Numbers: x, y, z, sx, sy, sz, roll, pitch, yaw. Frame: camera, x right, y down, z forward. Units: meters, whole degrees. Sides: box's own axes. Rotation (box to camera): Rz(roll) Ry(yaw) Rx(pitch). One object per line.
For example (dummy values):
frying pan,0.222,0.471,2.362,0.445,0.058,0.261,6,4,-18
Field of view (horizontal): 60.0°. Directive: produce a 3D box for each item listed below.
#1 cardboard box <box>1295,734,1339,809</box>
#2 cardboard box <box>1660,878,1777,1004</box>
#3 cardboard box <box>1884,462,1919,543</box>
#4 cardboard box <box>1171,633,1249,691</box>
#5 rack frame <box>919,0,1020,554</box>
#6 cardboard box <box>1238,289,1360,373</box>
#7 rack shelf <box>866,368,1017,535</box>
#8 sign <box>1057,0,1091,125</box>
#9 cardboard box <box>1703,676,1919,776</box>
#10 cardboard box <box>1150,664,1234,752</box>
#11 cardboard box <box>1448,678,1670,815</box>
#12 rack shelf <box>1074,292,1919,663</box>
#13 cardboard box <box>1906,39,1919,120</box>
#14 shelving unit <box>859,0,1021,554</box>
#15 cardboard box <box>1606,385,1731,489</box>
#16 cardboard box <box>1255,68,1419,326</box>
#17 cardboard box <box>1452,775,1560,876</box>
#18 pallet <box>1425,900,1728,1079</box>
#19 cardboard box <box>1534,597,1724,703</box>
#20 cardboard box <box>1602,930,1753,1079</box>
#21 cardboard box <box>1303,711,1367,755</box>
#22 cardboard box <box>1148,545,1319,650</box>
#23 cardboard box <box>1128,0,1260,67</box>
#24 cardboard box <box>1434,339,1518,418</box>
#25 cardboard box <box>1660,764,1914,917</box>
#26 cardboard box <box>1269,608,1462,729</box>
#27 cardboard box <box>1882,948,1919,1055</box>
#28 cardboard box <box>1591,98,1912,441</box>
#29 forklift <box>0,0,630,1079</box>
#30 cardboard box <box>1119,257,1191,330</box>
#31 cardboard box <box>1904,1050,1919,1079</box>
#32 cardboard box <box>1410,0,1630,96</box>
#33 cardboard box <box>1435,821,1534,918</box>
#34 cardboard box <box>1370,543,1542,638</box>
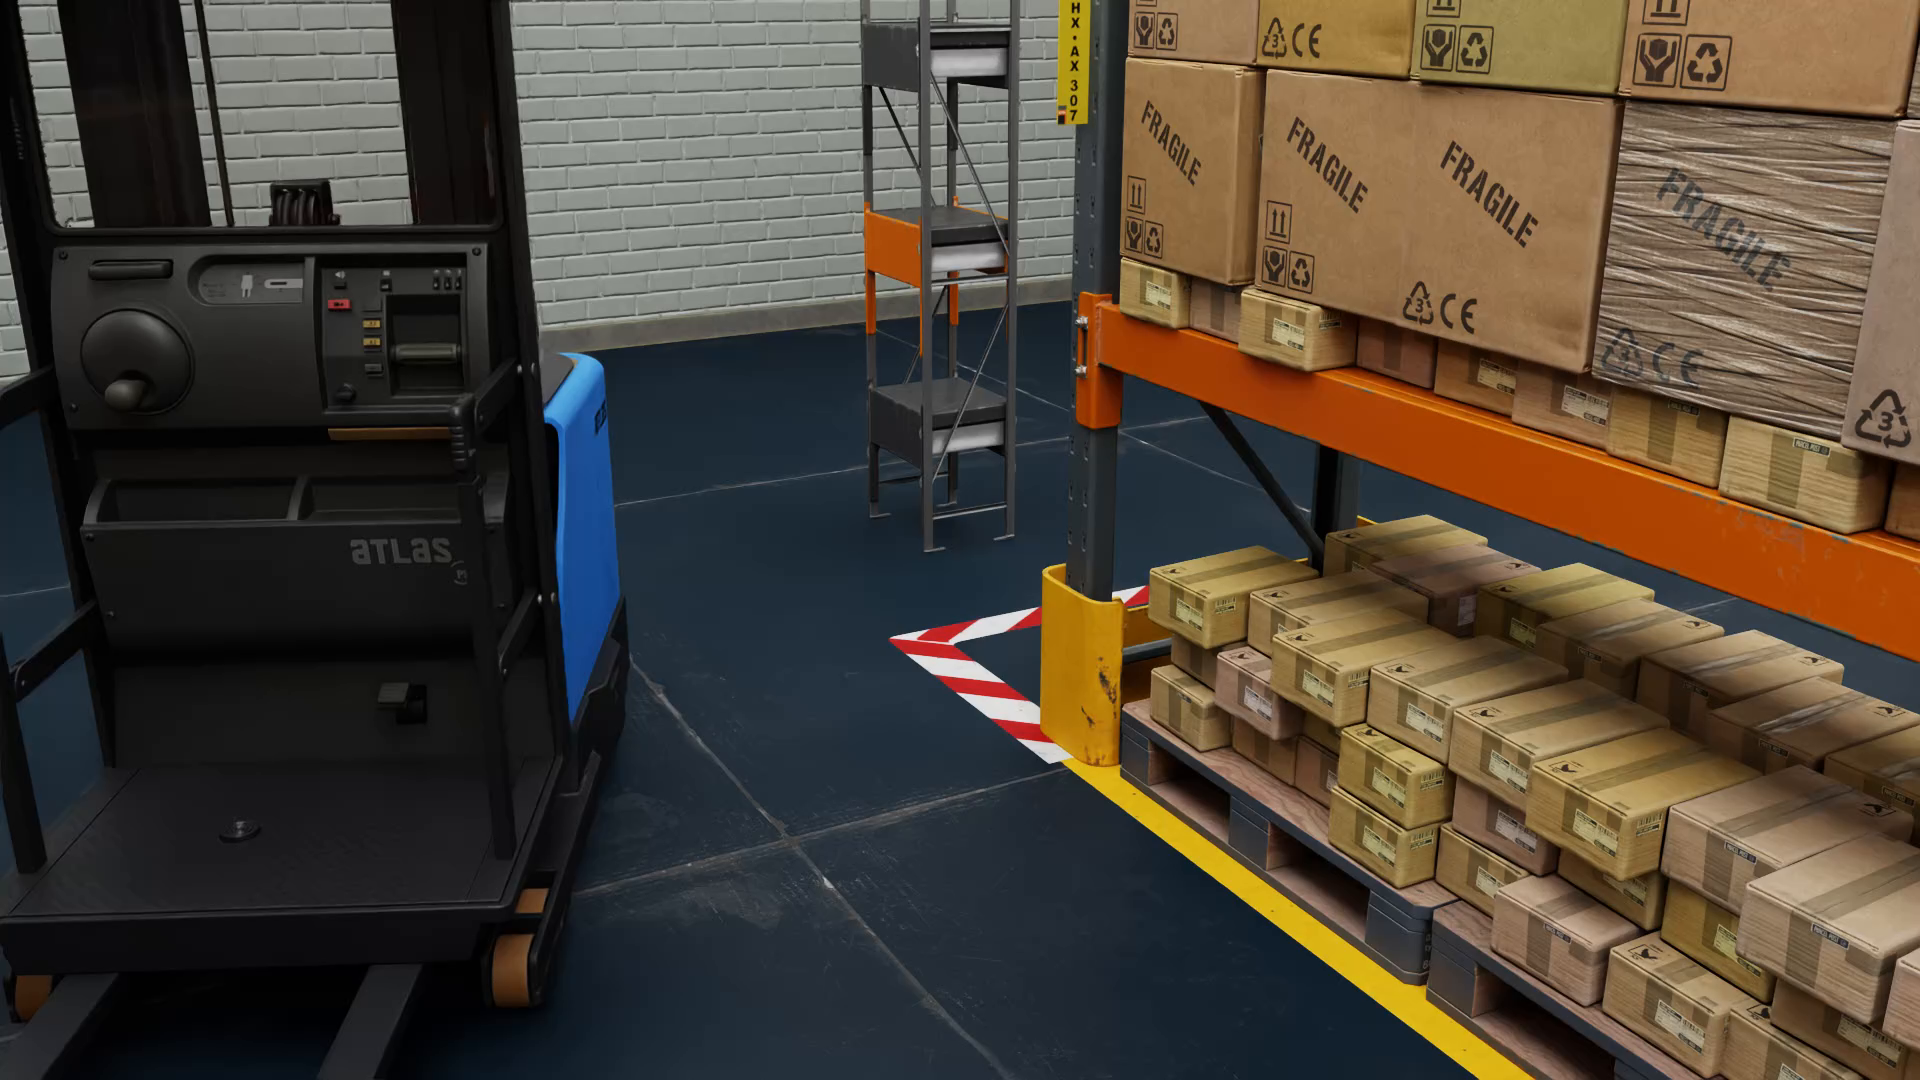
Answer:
cardboard box,1.063,0.559,4.140,0.380,0.149,0.250,-10,21,-26
cardboard box,1.594,0.722,3.211,0.380,0.149,0.250,-9,21,-24
cardboard box,1.711,-0.077,2.642,0.380,0.149,0.250,-10,22,-27
cardboard box,0.799,0.276,4.504,0.380,0.149,0.250,-9,21,-24
rack frame,0.037,-0.970,6.224,0.400,2.100,0.015,-10,21,-27
cardboard box,0.879,-0.508,3.891,0.380,0.149,0.250,-11,22,-28
rack shelf,-0.079,-0.365,6.659,0.431,0.518,0.480,-10,21,-27
sign,0.299,-1.248,4.322,0.100,0.325,0.005,-10,21,-27
cardboard box,1.825,0.439,3.576,0.380,0.149,0.250,-11,22,-28
cardboard box,0.743,0.426,4.524,0.380,0.149,0.250,-10,21,-26
cardboard box,1.284,0.440,3.572,0.380,0.149,0.250,-9,21,-25
rack shelf,1.726,-0.009,3.161,1.077,0.370,4.000,-10,21,-27
cardboard box,1.734,-0.825,2.281,0.500,0.500,0.500,-9,21,-25
shelving unit,-0.079,-1.040,6.427,0.431,2.100,0.503,-10,21,-27
cardboard box,1.427,-0.220,3.057,0.380,0.149,0.250,-9,21,-25
cardboard box,1.023,-0.789,3.711,0.500,0.500,0.500,-10,21,-27
cardboard box,1.309,0.572,3.647,0.380,0.149,0.250,-11,22,-29
pallet,1.742,1.006,3.394,1.003,0.211,1.213,-10,21,-27
cardboard box,1.621,0.278,4.043,0.380,0.149,0.250,-11,22,-29
cardboard box,1.489,0.868,3.243,0.380,0.149,0.250,-10,21,-27
cardboard box,1.073,0.420,4.087,0.380,0.149,0.250,-10,21,-26
cardboard box,0.726,0.148,4.418,0.380,0.149,0.250,-11,22,-29
cardboard box,0.756,-1.413,3.987,0.500,0.500,0.500,-10,21,-27
cardboard box,1.230,-0.373,3.500,0.380,0.149,0.250,-10,22,-27
cardboard box,1.572,0.580,3.166,0.380,0.149,0.250,-10,21,-27
cardboard box,0.970,0.301,3.976,0.380,0.149,0.250,-10,21,-27
cardboard box,1.732,0.744,2.692,0.380,0.149,0.250,-11,22,-29
cardboard box,1.492,-0.501,2.877,0.500,0.500,0.500,-11,22,-28
forklift,-1.484,-0.447,3.435,1.130,2.935,3.031,-1,19,-3
cardboard box,0.641,-0.660,4.332,0.380,0.149,0.250,-10,21,-27
cardboard box,1.793,0.885,2.737,0.380,0.149,0.250,-9,21,-25
cardboard box,1.228,-1.117,3.127,0.500,0.500,0.500,-11,22,-28
cardboard box,1.293,0.708,3.709,0.380,0.149,0.250,-10,21,-27
cardboard box,1.319,0.139,4.445,0.380,0.149,0.250,-10,21,-26
